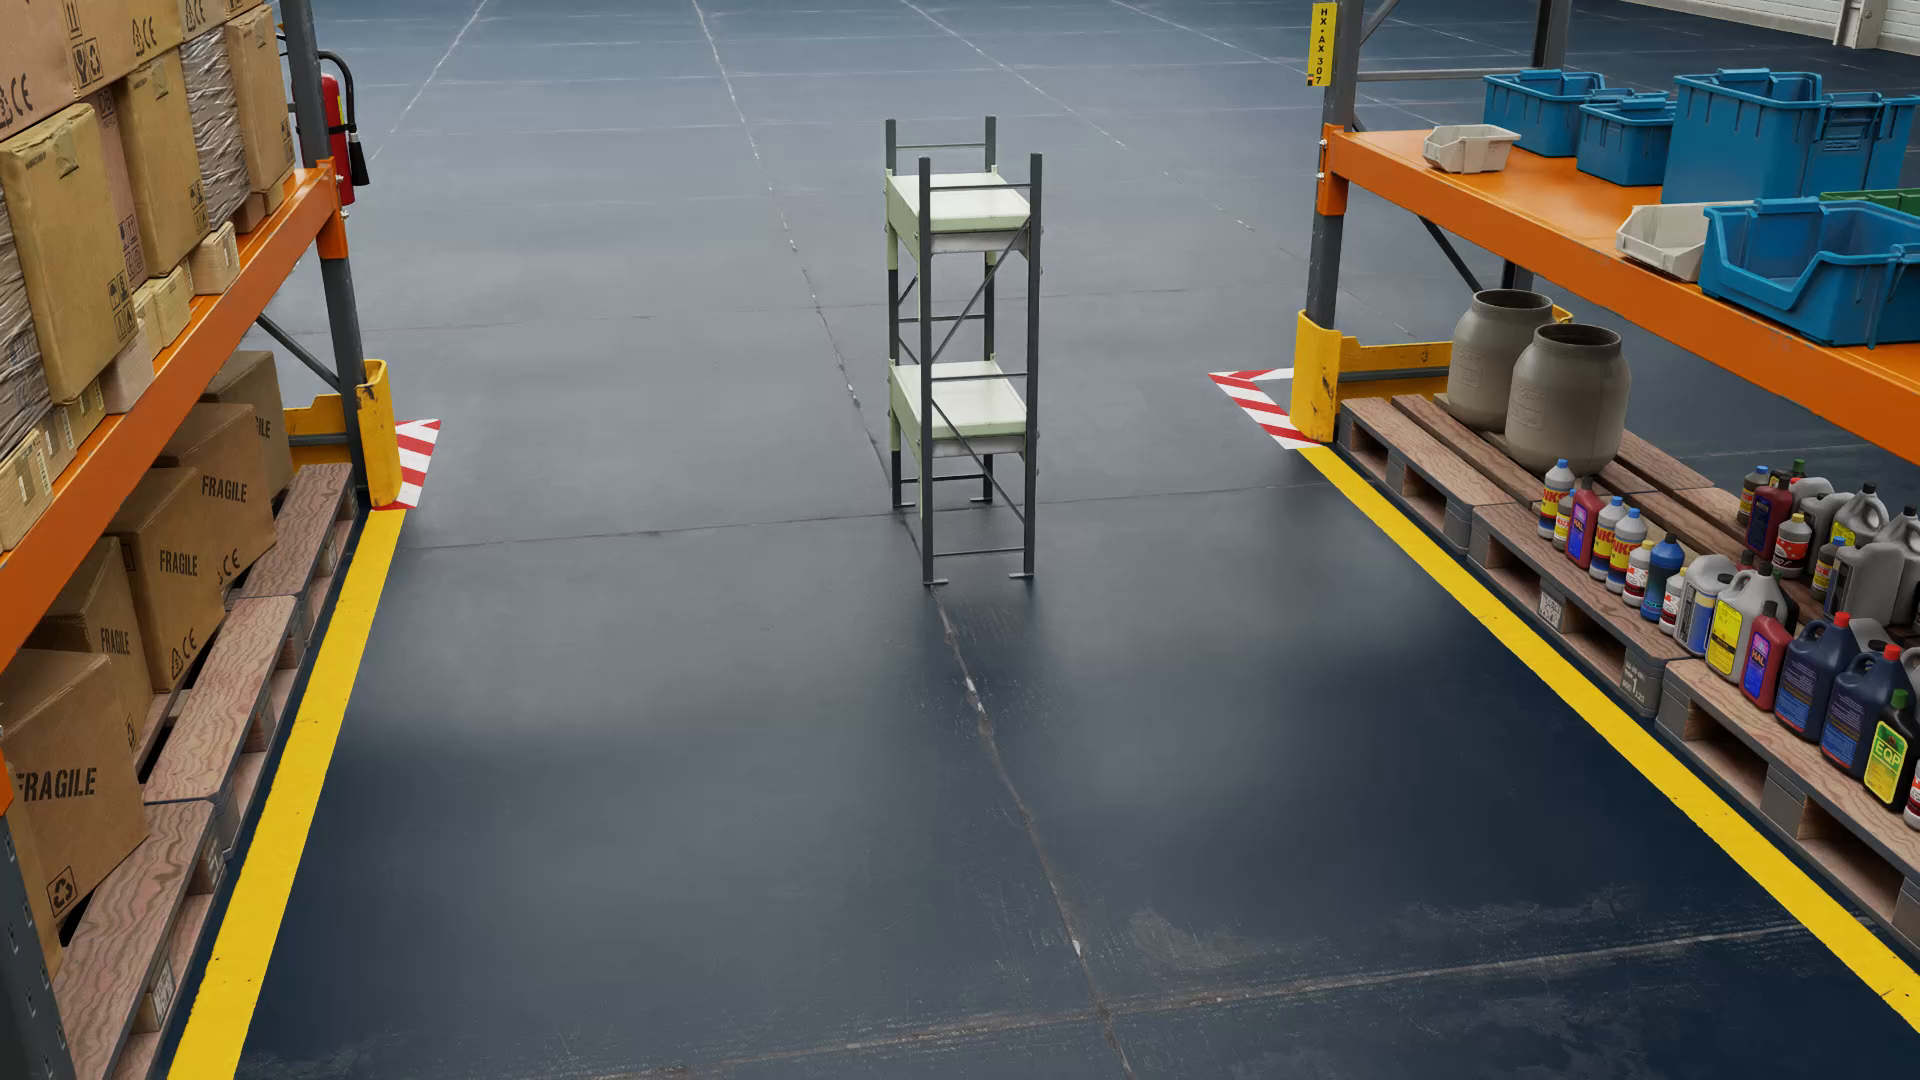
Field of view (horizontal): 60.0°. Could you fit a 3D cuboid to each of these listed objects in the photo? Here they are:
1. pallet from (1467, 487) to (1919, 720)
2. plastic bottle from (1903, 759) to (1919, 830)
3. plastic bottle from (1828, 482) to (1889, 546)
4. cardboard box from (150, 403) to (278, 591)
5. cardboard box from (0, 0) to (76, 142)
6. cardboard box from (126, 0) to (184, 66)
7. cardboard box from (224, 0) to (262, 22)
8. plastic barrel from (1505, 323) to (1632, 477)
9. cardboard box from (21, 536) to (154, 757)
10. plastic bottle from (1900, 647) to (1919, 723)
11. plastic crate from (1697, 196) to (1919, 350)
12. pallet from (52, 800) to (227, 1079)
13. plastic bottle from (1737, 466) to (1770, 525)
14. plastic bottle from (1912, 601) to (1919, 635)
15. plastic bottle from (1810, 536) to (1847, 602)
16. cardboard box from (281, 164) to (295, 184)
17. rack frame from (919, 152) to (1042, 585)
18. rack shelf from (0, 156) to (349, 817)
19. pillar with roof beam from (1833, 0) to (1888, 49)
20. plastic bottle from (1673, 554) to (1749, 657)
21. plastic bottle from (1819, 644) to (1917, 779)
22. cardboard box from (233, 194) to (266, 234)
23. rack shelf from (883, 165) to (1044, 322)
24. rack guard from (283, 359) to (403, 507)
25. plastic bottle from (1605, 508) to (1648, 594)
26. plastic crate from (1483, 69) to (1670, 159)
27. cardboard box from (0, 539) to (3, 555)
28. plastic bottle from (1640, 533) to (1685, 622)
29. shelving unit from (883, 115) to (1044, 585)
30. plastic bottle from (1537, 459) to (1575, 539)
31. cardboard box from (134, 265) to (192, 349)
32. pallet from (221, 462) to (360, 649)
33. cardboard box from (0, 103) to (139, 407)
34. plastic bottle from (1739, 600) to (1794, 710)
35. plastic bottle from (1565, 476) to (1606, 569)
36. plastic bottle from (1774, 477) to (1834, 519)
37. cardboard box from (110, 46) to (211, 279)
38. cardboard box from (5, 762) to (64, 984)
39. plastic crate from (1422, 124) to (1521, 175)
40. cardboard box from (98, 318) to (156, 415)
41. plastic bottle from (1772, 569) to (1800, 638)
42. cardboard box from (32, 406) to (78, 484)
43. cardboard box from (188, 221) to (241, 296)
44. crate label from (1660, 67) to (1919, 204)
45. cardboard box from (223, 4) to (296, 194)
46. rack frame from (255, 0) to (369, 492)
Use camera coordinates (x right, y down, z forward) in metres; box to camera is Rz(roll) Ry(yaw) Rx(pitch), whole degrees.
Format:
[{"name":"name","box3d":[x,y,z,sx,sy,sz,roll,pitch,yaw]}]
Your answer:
[{"name":"pallet","box3d":[2.443,0.173,5.590,1.003,0.211,1.213,-4,24,-10]},{"name":"plastic bottle","box3d":[2.382,0.604,4.065,0.097,0.201,0.097,0,24,0]},{"name":"plastic bottle","box3d":[2.866,-0.007,5.279,0.144,0.351,0.185,-3,24,-8]},{"name":"cardboard box","box3d":[-2.608,-0.131,5.401,0.500,0.500,0.500,2,24,4]},{"name":"cardboard box","box3d":[-2.039,-1.023,3.099,0.500,0.500,0.500,-4,24,-10]},{"name":"cardboard box","box3d":[-2.235,-1.416,3.997,0.500,0.500,0.500,-4,24,-10]},{"name":"cardboard box","box3d":[-2.409,-1.810,4.900,0.500,0.500,0.500,-4,24,-10]},{"name":"plastic barrel","box3d":[2.305,-0.532,6.304,0.421,0.512,0.421,0,24,0]},{"name":"cardboard box","box3d":[-2.452,0.339,4.324,0.500,0.500,0.500,-6,24,-14]},{"name":"plastic bottle","box3d":[2.495,0.413,4.317,0.144,0.351,0.185,-4,24,-10]},{"name":"plastic crate","box3d":[2.284,-0.704,4.300,0.499,0.251,0.616,-4,24,-10]},{"name":"pallet","box3d":[-2.271,1.026,3.637,1.003,0.211,1.213,-4,24,-10]},{"name":"plastic bottle","box3d":[2.786,-0.159,5.814,0.097,0.201,0.097,0,24,0]},{"name":"plastic bottle","box3d":[2.950,0.188,5.017,0.097,0.201,0.097,0,24,0]},{"name":"plastic bottle","box3d":[2.756,0.087,5.249,0.097,0.201,0.097,0,24,0]},{"name":"cardboard box","box3d":[-2.596,-1.352,5.911,0.380,0.149,0.250,-4,24,-10]},{"name":"rack frame","box3d":[0.066,-0.546,5.626,0.400,1.500,0.023,-4,24,-10]},{"name":"rack shelf","box3d":[-2.482,-0.447,4.425,1.077,0.370,4.000,-4,24,-10]},{"name":"pillar with roof beam","box3d":[6.282,-9.603,16.994,9.100,9.000,0.400,-4,24,-10]},{"name":"plastic bottle","box3d":[2.232,0.191,4.918,0.152,0.276,0.135,-4,24,-9]},{"name":"plastic bottle","box3d":[2.353,0.424,4.293,0.144,0.351,0.185,-5,24,-11]},{"name":"cardboard box","box3d":[-2.423,-1.059,5.241,0.380,0.149,0.250,-4,24,-10]},{"name":"rack shelf","box3d":[-0.001,-1.048,5.800,0.431,0.370,0.720,-4,24,-10]},{"name":"rack guard","box3d":[-2.838,-0.388,6.514,1.175,0.500,0.348,-4,24,-10]},{"name":"plastic bottle","box3d":[2.127,0.029,5.295,0.097,0.271,0.097,0,24,0]},{"name":"plastic crate","box3d":[2.403,-1.687,6.551,0.499,0.251,0.616,-4,24,-10]},{"name":"cardboard box","box3d":[-1.856,0.018,2.775,0.380,0.149,0.250,-4,24,-10]},{"name":"plastic bottle","box3d":[2.164,0.109,5.113,0.097,0.271,0.097,0,24,0]},{"name":"shelving unit","box3d":[-0.001,-0.690,5.956,0.431,1.500,0.755,-4,24,-10]},{"name":"plastic bottle","box3d":[2.045,-0.145,5.694,0.097,0.271,0.097,0,24,0]},{"name":"cardboard box","box3d":[-2.147,-0.571,4.123,0.380,0.149,0.250,-4,24,-10]},{"name":"pallet","box3d":[-2.722,0.066,5.834,1.003,0.211,1.213,-4,24,-10]},{"name":"cardboard box","box3d":[-2.192,-0.553,3.272,0.875,0.500,0.500,-4,24,-10]},{"name":"plastic bottle","box3d":[2.247,0.318,4.619,0.061,0.283,0.133,-3,24,-6]},{"name":"plastic bottle","box3d":[2.069,-0.060,5.485,0.061,0.283,0.133,-4,24,-9]},{"name":"plastic bottle","box3d":[2.806,-0.092,5.567,0.152,0.276,0.135,-4,24,-9]},{"name":"cardboard box","box3d":[-2.436,-0.942,4.163,0.875,0.500,0.500,-4,24,-10]},{"name":"cardboard box","box3d":[-2.147,0.803,3.263,0.500,0.500,0.500,-5,24,-11]},{"name":"plastic crate","box3d":[1.865,-1.434,6.114,0.298,0.136,0.250,-4,24,-10]},{"name":"cardboard box","box3d":[-2.024,-0.377,3.678,0.380,0.149,0.250,-4,24,-10]},{"name":"plastic bottle","box3d":[2.354,0.234,4.810,0.061,0.283,0.133,-4,24,-10]},{"name":"cardboard box","box3d":[-1.963,-0.178,3.223,0.380,0.149,0.250,-4,24,-10]},{"name":"cardboard box","box3d":[-2.215,-0.769,4.578,0.380,0.149,0.250,-4,24,-10]},{"name":"crate label","box3d":[2.622,-1.242,5.303,0.502,0.435,0.616,-4,24,-10]},{"name":"cardboard box","box3d":[-2.567,-1.340,5.073,0.875,0.500,0.500,-4,24,-10]},{"name":"rack frame","box3d":[-2.852,-1.564,6.082,1.000,3.000,0.127,-4,24,-10]}]
